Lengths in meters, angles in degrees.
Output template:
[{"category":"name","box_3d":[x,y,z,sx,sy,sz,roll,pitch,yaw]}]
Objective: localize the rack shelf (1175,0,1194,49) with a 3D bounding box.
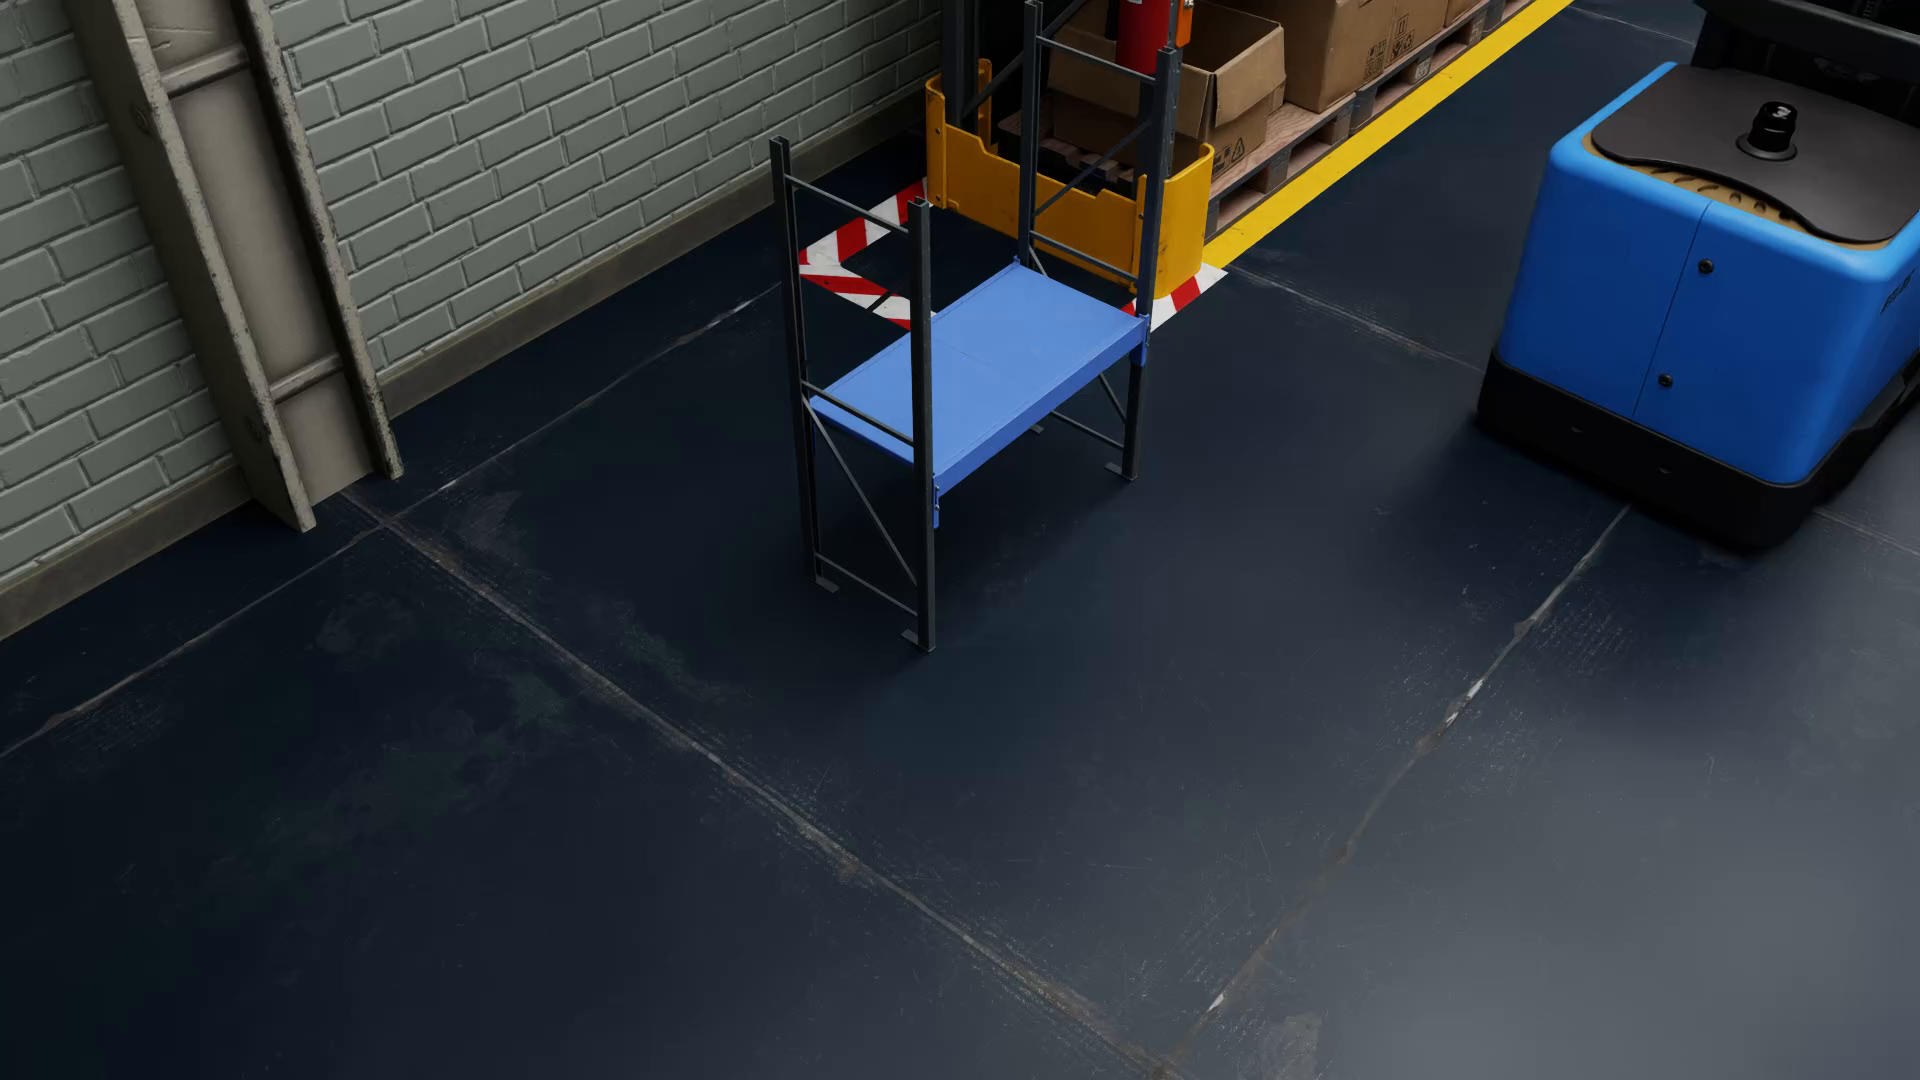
[{"category":"rack shelf","box_3d":[1.635,-3.060,6.920,1.077,0.370,4.000,29,50,28]}]

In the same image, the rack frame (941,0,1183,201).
[{"category":"rack frame","box_3d":[0.348,-2.296,5.546,1.000,3.000,0.127,29,50,28]}]

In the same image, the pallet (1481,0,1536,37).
[{"category":"pallet","box_3d":[2.480,-2.971,8.361,1.003,0.211,1.213,29,50,28]}]

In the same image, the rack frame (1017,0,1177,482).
[{"category":"rack frame","box_3d":[0.382,-0.861,5.082,0.500,1.500,0.032,29,50,28]}]

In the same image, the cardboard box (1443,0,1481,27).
[{"category":"cardboard box","box_3d":[2.063,-2.759,7.600,0.700,0.500,0.500,28,49,27]}]

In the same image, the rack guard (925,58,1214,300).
[{"category":"rack guard","box_3d":[0.397,-1.411,6.430,1.175,0.500,0.348,29,50,28]}]

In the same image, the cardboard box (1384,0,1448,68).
[{"category":"cardboard box","box_3d":[1.811,-2.453,7.264,0.500,0.500,0.500,30,50,29]}]

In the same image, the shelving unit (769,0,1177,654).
[{"category":"shelving unit","box_3d":[0.055,-0.599,4.794,0.538,1.500,1.048,29,50,28]}]

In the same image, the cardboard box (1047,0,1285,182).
[{"category":"cardboard box","box_3d":[0.815,-1.802,6.546,0.797,0.503,0.637,28,49,27]}]

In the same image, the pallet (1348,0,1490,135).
[{"category":"pallet","box_3d":[1.695,-2.340,7.667,1.003,0.211,1.213,29,50,28]}]

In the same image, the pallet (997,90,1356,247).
[{"category":"pallet","box_3d":[0.910,-1.715,6.979,1.003,0.211,1.213,29,50,28]}]

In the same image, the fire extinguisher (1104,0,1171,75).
[{"category":"fire extinguisher","box_3d":[0.607,-1.854,5.394,0.296,0.674,0.183,29,50,28]}]

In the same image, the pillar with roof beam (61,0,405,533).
[{"category":"pillar with roof beam","box_3d":[1.218,-1.654,0.380,9.100,9.000,0.400,29,50,28]}]

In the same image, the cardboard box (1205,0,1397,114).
[{"category":"cardboard box","box_3d":[1.394,-2.224,7.012,0.700,0.500,0.500,32,51,30]}]

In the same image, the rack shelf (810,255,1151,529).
[{"category":"rack shelf","box_3d":[0.055,-0.466,4.915,0.538,0.185,1.000,29,50,28]}]

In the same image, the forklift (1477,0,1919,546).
[{"category":"forklift","box_3d":[3.123,-1.967,5.234,1.130,2.935,3.031,32,51,30]}]

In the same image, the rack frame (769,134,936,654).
[{"category":"rack frame","box_3d":[-0.272,-0.337,4.506,0.500,1.500,0.032,29,50,28]}]

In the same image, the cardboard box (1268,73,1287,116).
[{"category":"cardboard box","box_3d":[1.118,-1.873,6.887,0.380,0.149,0.250,28,49,27]}]
